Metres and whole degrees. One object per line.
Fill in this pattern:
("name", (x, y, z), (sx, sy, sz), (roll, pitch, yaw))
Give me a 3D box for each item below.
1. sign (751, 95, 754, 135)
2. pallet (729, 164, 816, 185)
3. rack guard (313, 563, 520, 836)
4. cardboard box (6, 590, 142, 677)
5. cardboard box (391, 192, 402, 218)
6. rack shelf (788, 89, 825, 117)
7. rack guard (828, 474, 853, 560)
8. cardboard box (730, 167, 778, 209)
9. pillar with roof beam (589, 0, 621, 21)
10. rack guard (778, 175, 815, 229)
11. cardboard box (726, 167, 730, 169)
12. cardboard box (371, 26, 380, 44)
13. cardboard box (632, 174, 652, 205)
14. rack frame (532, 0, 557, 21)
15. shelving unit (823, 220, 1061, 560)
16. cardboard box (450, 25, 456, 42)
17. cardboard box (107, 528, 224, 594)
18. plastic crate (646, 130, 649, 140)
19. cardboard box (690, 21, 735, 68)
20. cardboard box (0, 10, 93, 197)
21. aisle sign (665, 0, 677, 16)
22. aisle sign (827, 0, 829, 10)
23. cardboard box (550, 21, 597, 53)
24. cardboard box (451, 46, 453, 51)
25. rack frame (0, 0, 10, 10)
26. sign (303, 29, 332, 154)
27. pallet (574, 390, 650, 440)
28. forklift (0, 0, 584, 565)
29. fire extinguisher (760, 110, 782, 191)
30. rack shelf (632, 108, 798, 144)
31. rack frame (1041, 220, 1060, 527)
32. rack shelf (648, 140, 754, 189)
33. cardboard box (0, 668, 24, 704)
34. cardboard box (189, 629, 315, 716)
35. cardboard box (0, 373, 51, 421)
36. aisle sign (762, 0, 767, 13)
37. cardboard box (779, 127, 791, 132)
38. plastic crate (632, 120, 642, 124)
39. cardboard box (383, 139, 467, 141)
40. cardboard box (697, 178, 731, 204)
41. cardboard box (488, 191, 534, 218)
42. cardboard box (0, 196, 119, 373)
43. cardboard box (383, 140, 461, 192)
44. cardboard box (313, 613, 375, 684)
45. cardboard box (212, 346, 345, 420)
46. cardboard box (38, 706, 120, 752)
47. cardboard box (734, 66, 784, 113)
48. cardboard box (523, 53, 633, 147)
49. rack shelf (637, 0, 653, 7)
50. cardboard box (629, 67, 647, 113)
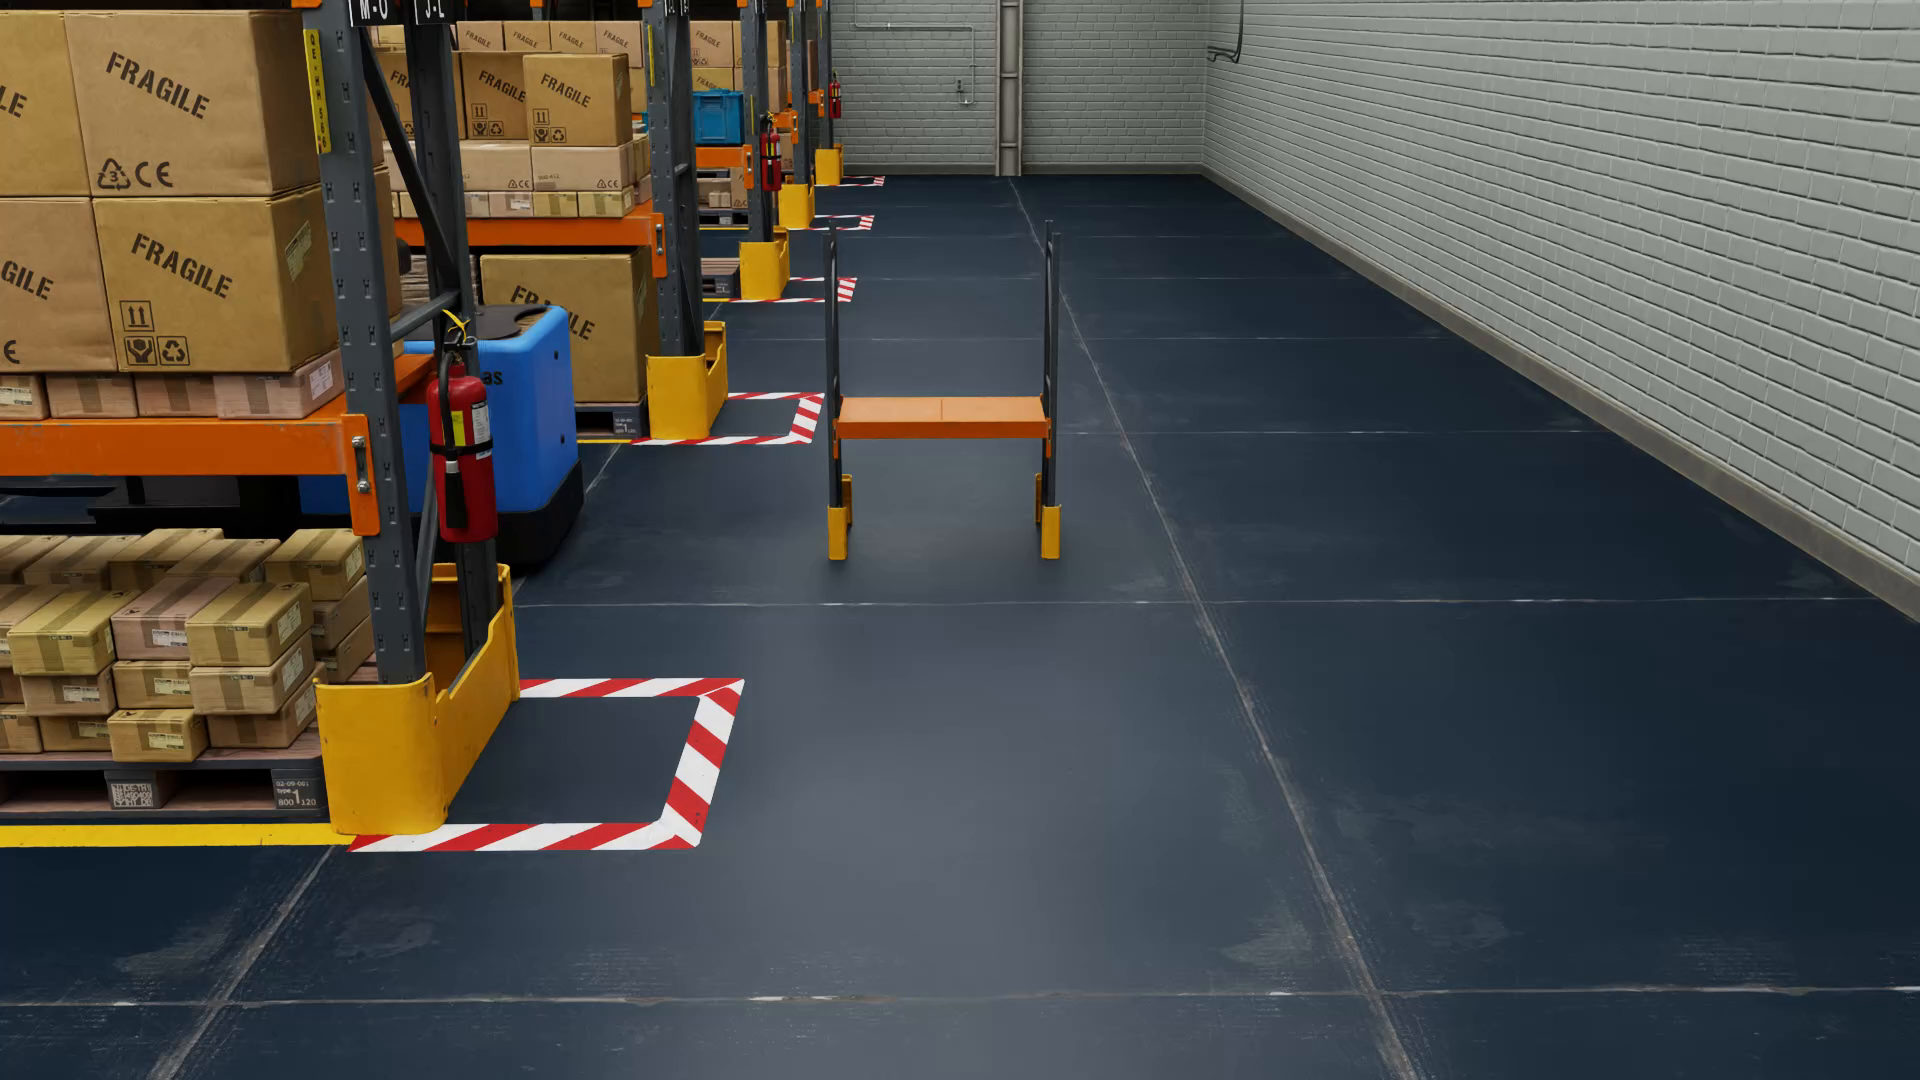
("sign", (-1.768, -3.626, 14.172), (0.005, 0.325, 0.100), (0, 18, -1))
("pallet", (-2.747, -5.386, 24.492), (1.213, 0.211, 1.003), (0, 18, -1))
("rack guard", (-1.813, 0.503, 5.661), (0.348, 0.500, 1.175), (0, 18, -1))
("cardboard box", (-2.772, 0.290, 5.238), (0.250, 0.149, 0.380), (-1, 18, -2))
("cardboard box", (-3.346, -1.974, 9.703), (0.250, 0.149, 0.380), (0, 18, -1))
("rack shelf", (-3.949, -6.389, 24.232), (4.000, 0.370, 1.077), (0, 18, -1))
("rack guard", (-0.574, -0.116, 8.001), (0.087, 0.250, 0.587), (0, 18, -1))
("cardboard box", (-2.407, -4.170, 19.508), (0.500, 0.500, 0.500), (0, 18, -1))
("pillar with roof beam", (-5.194, -8.532, 19.911), (0.400, 9.000, 9.100), (0, 18, -1))
("rack guard", (-1.943, -4.038, 19.817), (0.348, 0.500, 1.175), (0, 18, -1))
("cardboard box", (-3.148, -5.715, 24.357), (0.500, 0.500, 0.700), (0, 18, -1))
("cardboard box", (-8.453, -7.189, 23.635), (0.500, 0.250, 0.500), (0, 18, 0))
("cardboard box", (-2.075, -2.183, 10.352), (0.250, 0.149, 0.380), (0, 18, 0))
("rack frame", (-5.949, -6.722, 24.092), (0.127, 3.000, 1.000), (0, 18, -1))
("shelving unit", (-0.076, -0.714, 7.817), (1.083, 1.500, 0.587), (0, 18, -1))
("cardboard box", (-6.923, -7.198, 23.665), (0.500, 0.250, 0.500), (0, 18, 0))
("cardboard box", (-2.794, 0.085, 5.876), (0.250, 0.149, 0.380), (0, 18, -1))
("plastic crate", (-2.605, -3.560, 14.567), (0.243, 0.136, 0.396), (0, 18, -1))
("cardboard box", (-2.813, -5.664, 18.991), (0.500, 0.500, 0.500), (0, 18, 1))
("cardboard box", (-2.698, -1.272, 4.816), (0.500, 0.500, 0.500), (-1, 18, -3))
("aisle sign", (-1.638, -3.350, 9.323), (0.004, 0.787, 0.394), (0, 18, -1))
("aisle sign", (-1.872, -7.888, 23.471), (0.004, 0.787, 0.394), (0, 18, -1))
("cardboard box", (-4.361, -5.654, 18.963), (0.500, 0.500, 0.500), (-1, 18, -2))
("cardboard box", (-7.419, -6.837, 23.765), (0.500, 0.500, 0.500), (0, 18, -1))
("rack frame", (-5.714, -2.184, 9.944), (0.127, 3.000, 1.000), (0, 18, -1))
("sign", (-1.749, -1.220, 4.527), (0.005, 0.325, 0.100), (0, 18, -1))
("pallet", (-2.513, -0.847, 10.344), (1.213, 0.211, 1.003), (0, 18, -1))
("forklift", (-3.396, -1.367, 7.510), (3.031, 2.935, 1.130), (-1, 18, -2))
("fire extinguisher", (-1.635, -3.363, 14.359), (0.183, 0.674, 0.296), (0, 18, -1))
("rack shelf", (-3.867, -4.876, 19.516), (4.000, 0.370, 1.077), (0, 18, -1))
("rack frame", (0.423, -0.716, 7.825), (0.032, 1.500, 0.500), (0, 18, -1))
("rack shelf", (-3.793, -3.364, 14.800), (4.000, 0.370, 1.077), (0, 18, -1))
("cardboard box", (-3.050, 0.391, 5.411), (0.250, 0.149, 0.380), (0, 18, -2))
("cardboard box", (-2.261, 0.418, 5.327), (0.250, 0.149, 0.380), (-1, 18, -2))
("cardboard box", (-2.813, -0.476, 5.033), (0.250, 0.149, 0.380), (0, 18, 1))
("aisle sign", (-1.726, -5.045, 14.607), (0.004, 0.787, 0.394), (0, 18, -1))
("cardboard box", (-2.526, -6.088, 24.458), (0.250, 0.149, 0.380), (0, 18, 0))
("plastic crate", (-3.045, -3.739, 15.125), (0.298, 0.136, 0.250), (0, 18, -1))
("cardboard box", (-3.221, -2.348, 10.214), (0.500, 0.250, 0.500), (-1, 18, -3))
("cardboard box", (-2.915, -4.210, 20.044), (0.500, 0.250, 0.500), (0, 18, -1))
("cardboard box", (-2.578, -1.979, 9.716), (0.250, 0.149, 0.380), (0, 18, -1))
("cardboard box", (-2.698, -0.795, 4.965), (0.500, 0.500, 0.500), (-1, 18, -2))
("cardboard box", (-3.211, -2.185, 9.707), (0.500, 0.250, 0.500), (-1, 18, -3))
("cardboard box", (-2.266, 0.375, 5.949), (0.250, 0.149, 0.380), (0, 18, 0))
("cardboard box", (-2.059, -0.480, 5.045), (0.250, 0.149, 0.380), (0, 18, -1))
("cardboard box", (-2.781, 0.543, 5.423), (0.250, 0.149, 0.380), (0, 18, -1))
("cardboard box", (-2.311, -5.191, 19.155), (0.500, 0.500, 0.500), (0, 18, 1))
("cardboard box", (-2.198, -2.548, 9.610), (0.500, 0.500, 0.500), (0, 18, 0))
("rack shelf", (-3.714, -3.279, 9.626), (4.000, 0.370, 1.077), (0, 18, -1))
("cardboard box", (-3.832, -5.184, 19.134), (0.500, 0.500, 0.500), (-1, 18, -2))
